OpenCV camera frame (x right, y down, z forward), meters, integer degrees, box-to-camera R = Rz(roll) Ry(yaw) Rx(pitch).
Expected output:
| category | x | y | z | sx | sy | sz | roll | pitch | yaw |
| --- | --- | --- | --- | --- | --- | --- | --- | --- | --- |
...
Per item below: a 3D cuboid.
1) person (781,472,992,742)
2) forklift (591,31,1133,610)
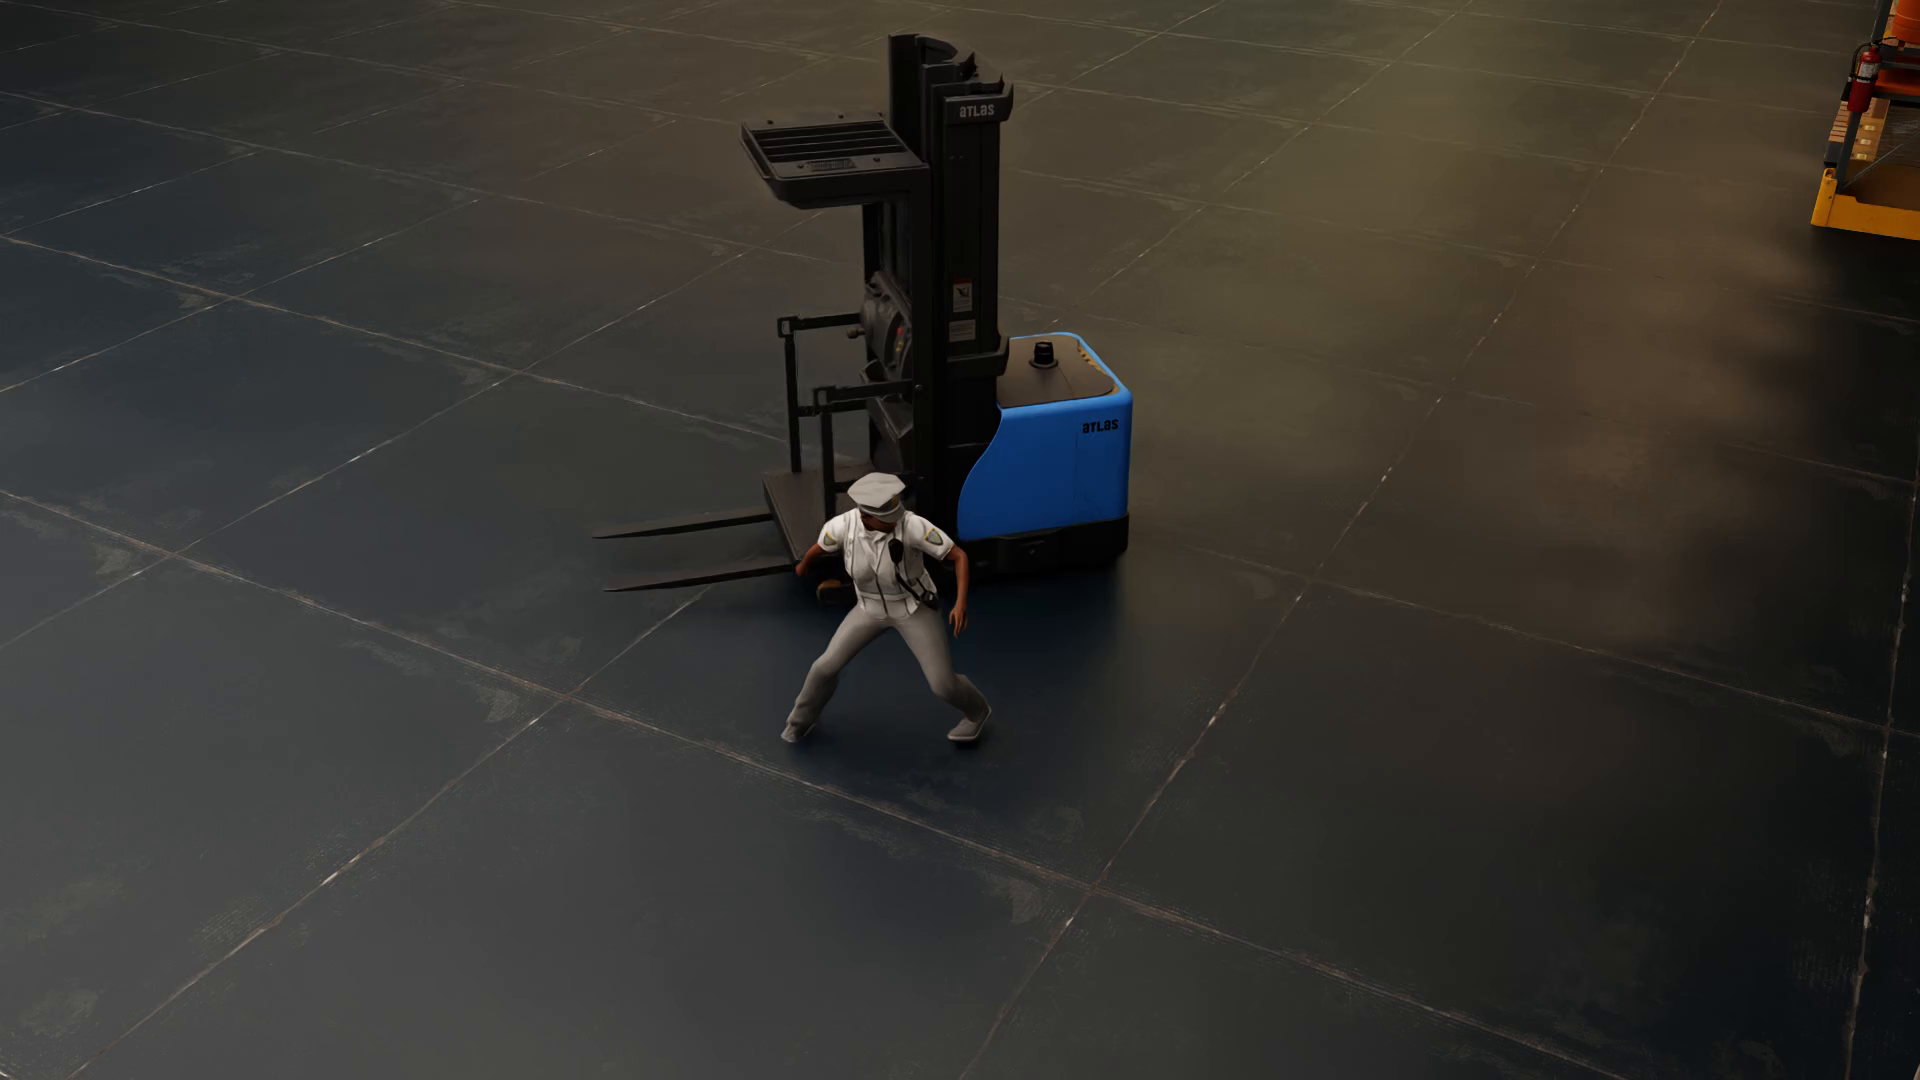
| category | x | y | z | sx | sy | sz | roll | pitch | yaw |
| --- | --- | --- | --- | --- | --- | --- | --- | --- | --- |
| person | -0.390 | 0.377 | 7.957 | 1.030 | 1.609 | 0.532 | 10 | 31 | 16 |
| forklift | -0.592 | -1.173 | 9.103 | 3.031 | 2.935 | 1.130 | -8 | 31 | -14 |
